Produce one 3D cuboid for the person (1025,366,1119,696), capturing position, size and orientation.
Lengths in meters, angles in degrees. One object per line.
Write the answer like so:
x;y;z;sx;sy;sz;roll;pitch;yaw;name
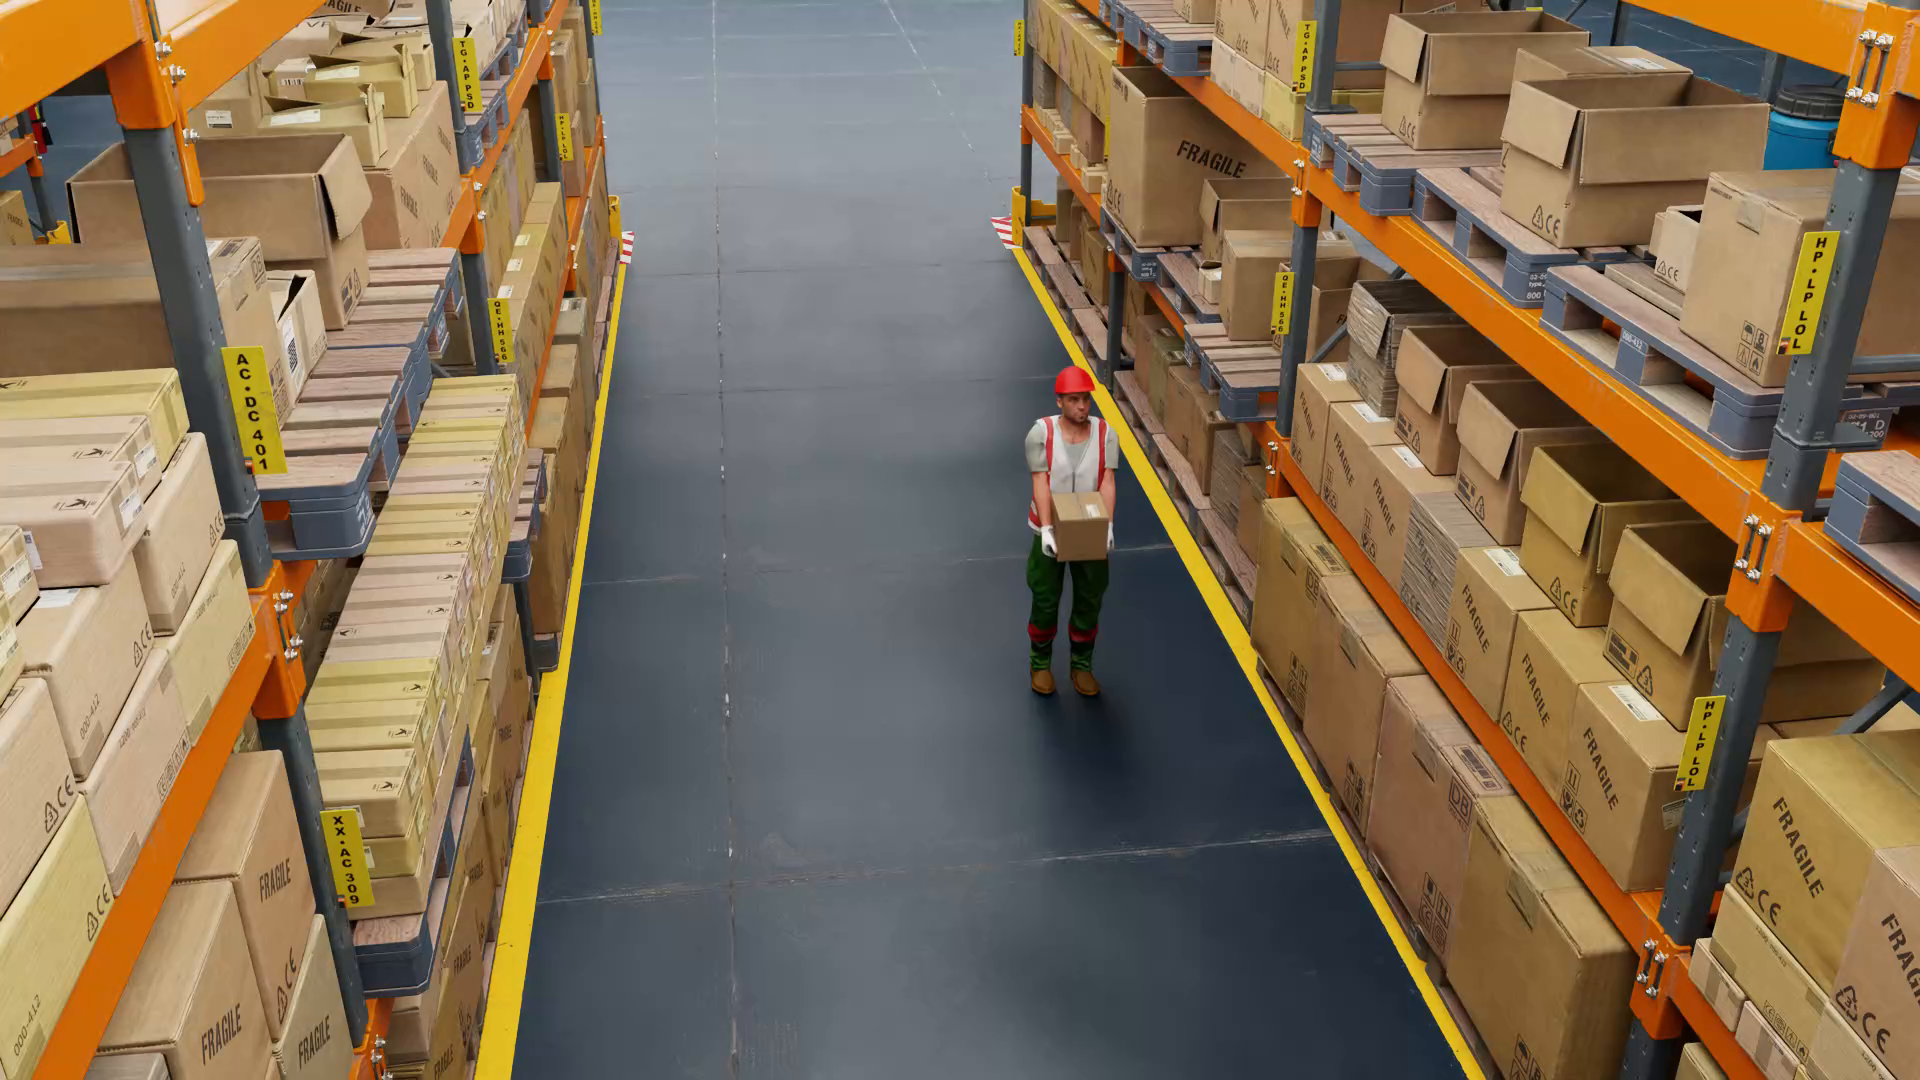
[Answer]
0.590;0.002;8.593;0.494;1.782;0.569;-3;27;-6;person
